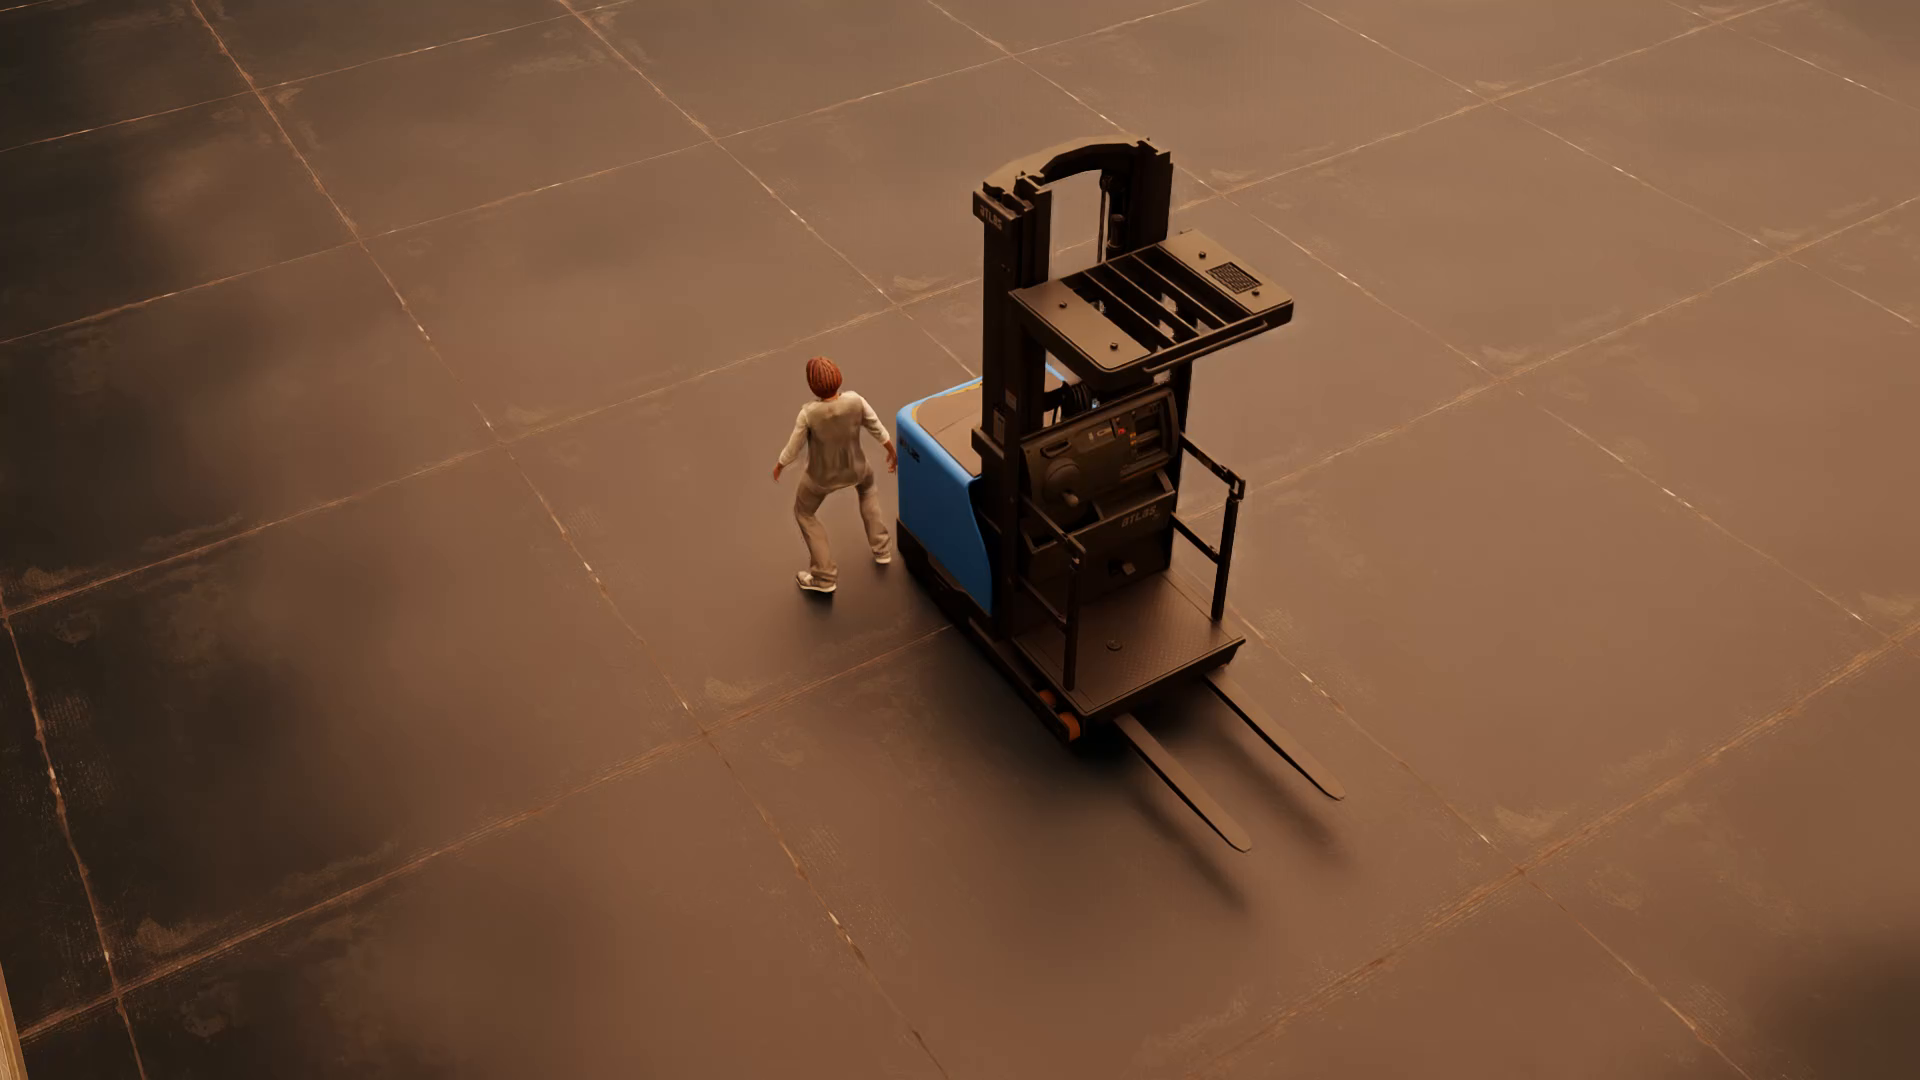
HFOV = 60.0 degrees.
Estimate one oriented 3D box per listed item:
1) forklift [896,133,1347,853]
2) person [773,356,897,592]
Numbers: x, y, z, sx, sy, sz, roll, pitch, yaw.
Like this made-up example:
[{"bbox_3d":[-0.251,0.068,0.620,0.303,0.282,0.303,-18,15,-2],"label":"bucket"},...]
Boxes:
[{"bbox_3d":[0.839,-0.384,8.310,1.130,2.935,3.031,-23,46,-24],"label":"forklift"},{"bbox_3d":[-0.695,-0.403,9.435,0.708,1.516,0.470,-11,42,-12],"label":"person"}]
